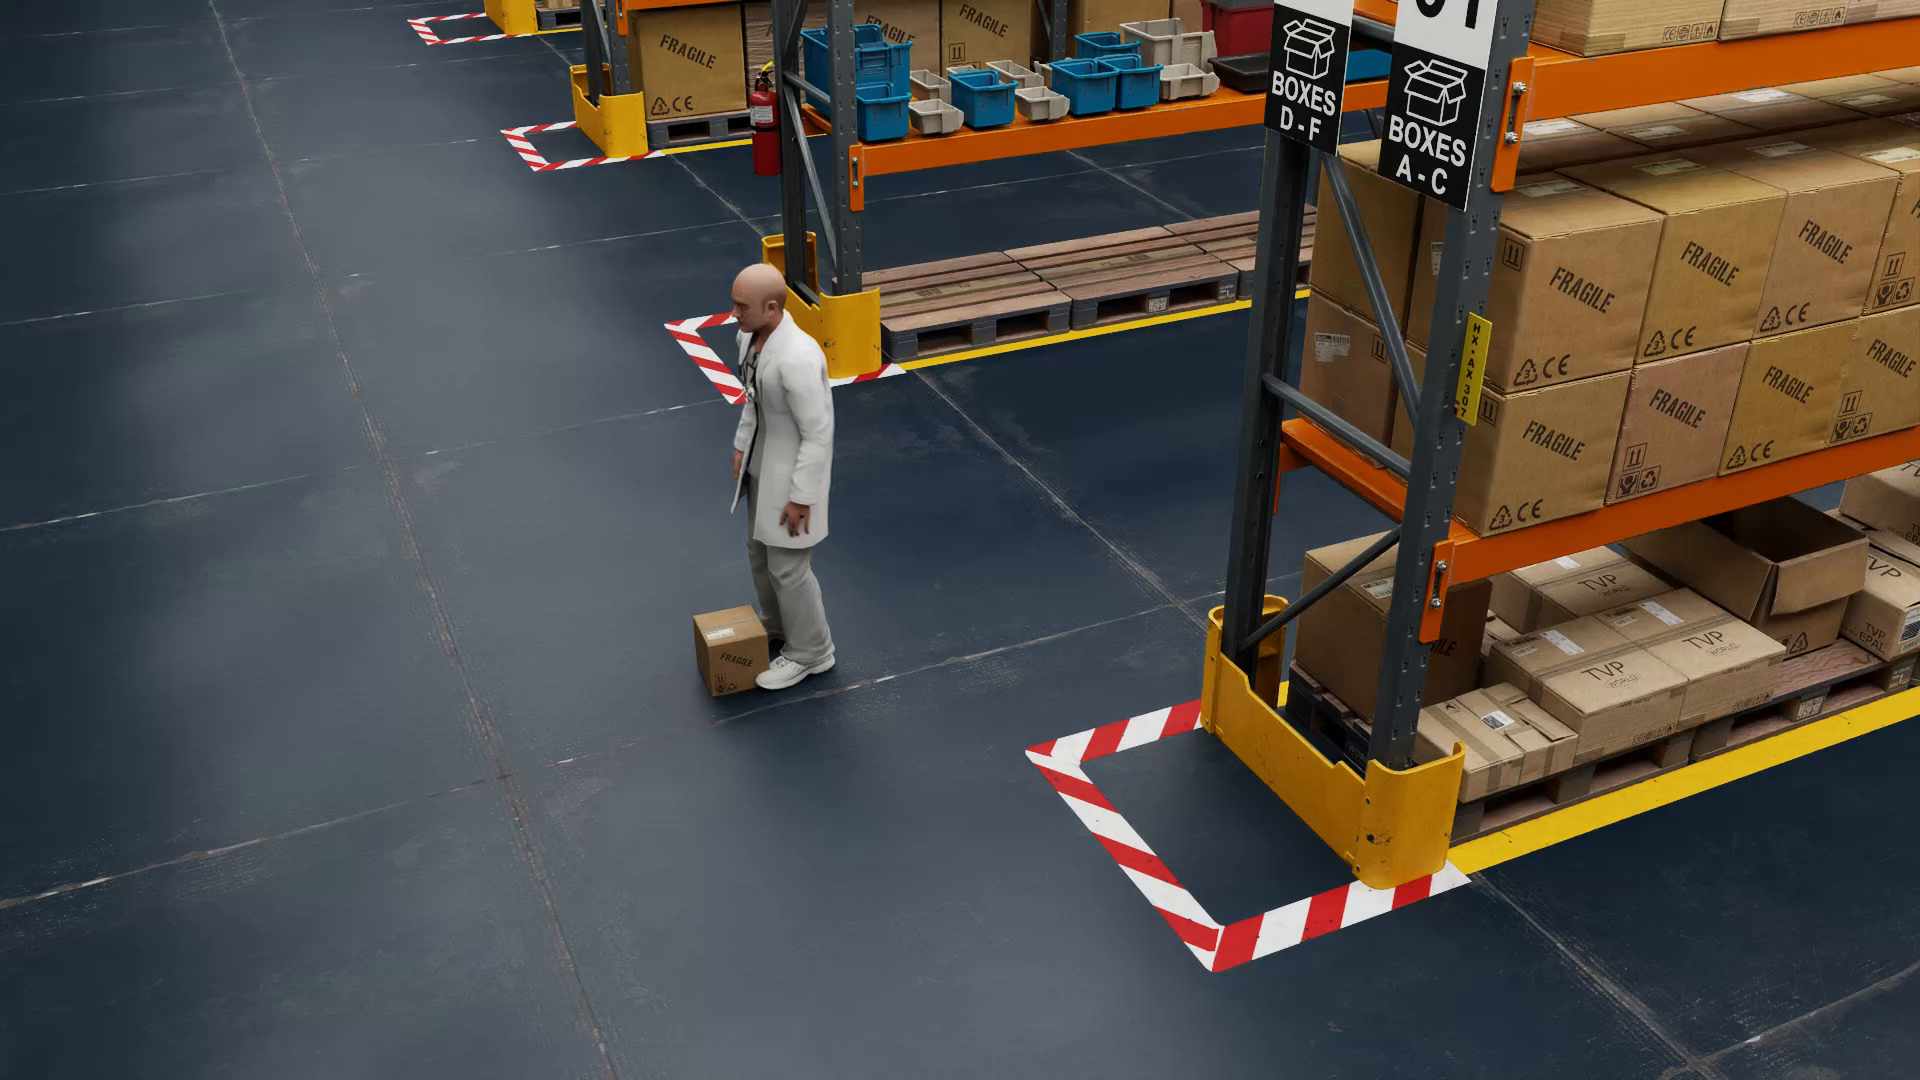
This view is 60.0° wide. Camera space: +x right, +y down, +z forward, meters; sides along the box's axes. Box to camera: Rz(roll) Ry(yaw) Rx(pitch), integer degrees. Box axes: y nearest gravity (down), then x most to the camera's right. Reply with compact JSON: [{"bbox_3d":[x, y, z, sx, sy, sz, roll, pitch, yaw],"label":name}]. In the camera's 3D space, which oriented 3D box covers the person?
[{"bbox_3d":[-0.715,-0.257,6.604,0.420,1.775,0.654,-15,32,-24],"label":"person"}]
